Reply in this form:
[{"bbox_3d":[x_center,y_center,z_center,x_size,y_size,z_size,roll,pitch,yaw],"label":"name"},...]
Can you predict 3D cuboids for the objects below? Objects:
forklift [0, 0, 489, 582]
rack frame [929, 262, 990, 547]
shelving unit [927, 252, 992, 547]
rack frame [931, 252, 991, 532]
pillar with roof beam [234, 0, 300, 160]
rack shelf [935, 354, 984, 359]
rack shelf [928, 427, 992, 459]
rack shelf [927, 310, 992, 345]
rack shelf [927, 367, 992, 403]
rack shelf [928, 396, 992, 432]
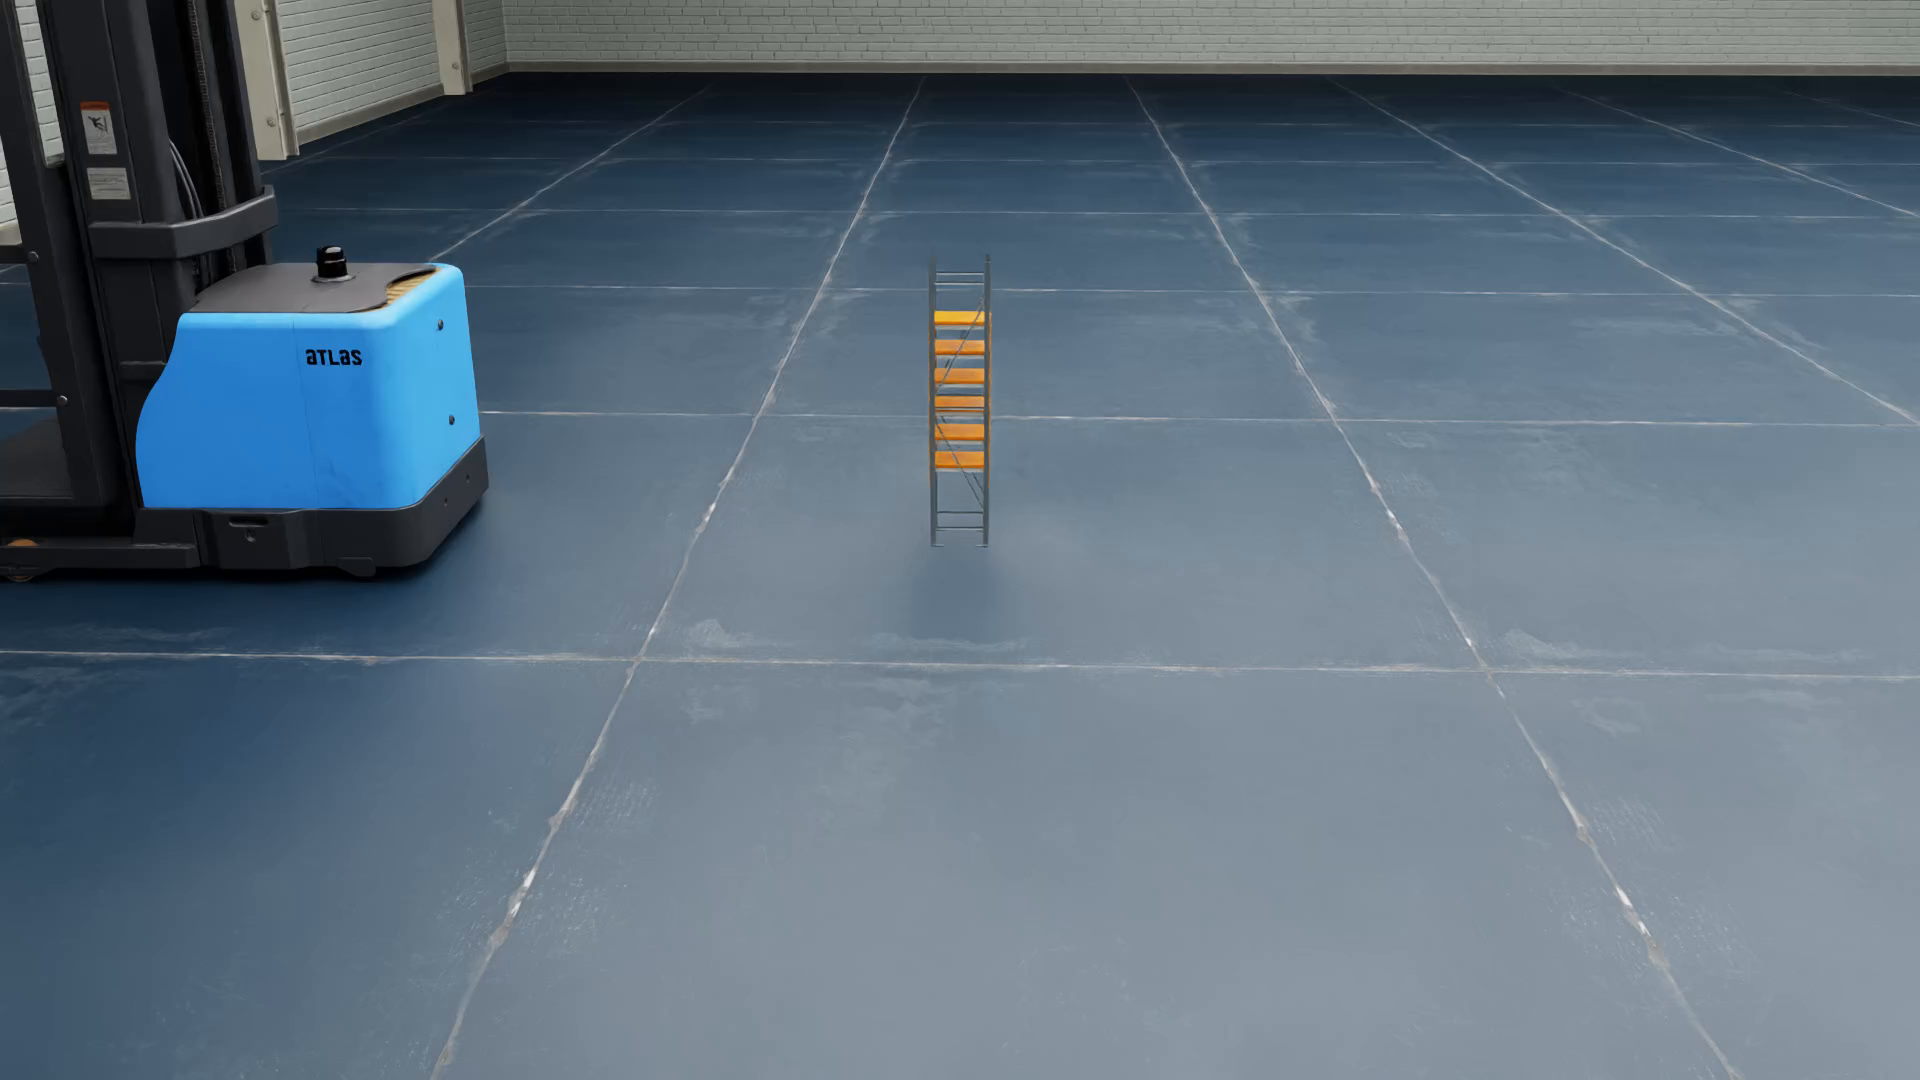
[{"bbox_3d":[-3.630,-1.391,6.562,3.031,2.935,1.130,0,21,1],"label":"forklift"},{"bbox_3d":[-0.002,-0.532,6.740,0.240,1.200,0.006,1,21,2],"label":"rack frame"},{"bbox_3d":[0.000,-0.565,6.825,0.258,1.200,0.189,1,21,2],"label":"shelving unit"},{"bbox_3d":[0.003,-0.598,6.911,0.240,1.200,0.006,1,21,2],"label":"rack frame"},{"bbox_3d":[-2.792,-8.128,15.536,9.100,9.000,0.400,1,21,2],"label":"pillar with roof beam"},{"bbox_3d":[0.000,-0.765,6.747,0.199,0.020,0.166,1,21,2],"label":"rack shelf"},{"bbox_3d":[0.000,-0.411,6.885,0.258,0.103,0.180,1,21,2],"label":"rack shelf"},{"bbox_3d":[0.000,-0.859,6.711,0.258,0.103,0.180,1,21,2],"label":"rack shelf"},{"bbox_3d":[0.000,-0.635,6.798,0.258,0.103,0.180,1,21,2],"label":"rack shelf"},{"bbox_3d":[0.000,-0.523,6.841,0.258,0.103,0.180,1,21,2],"label":"rack shelf"}]
